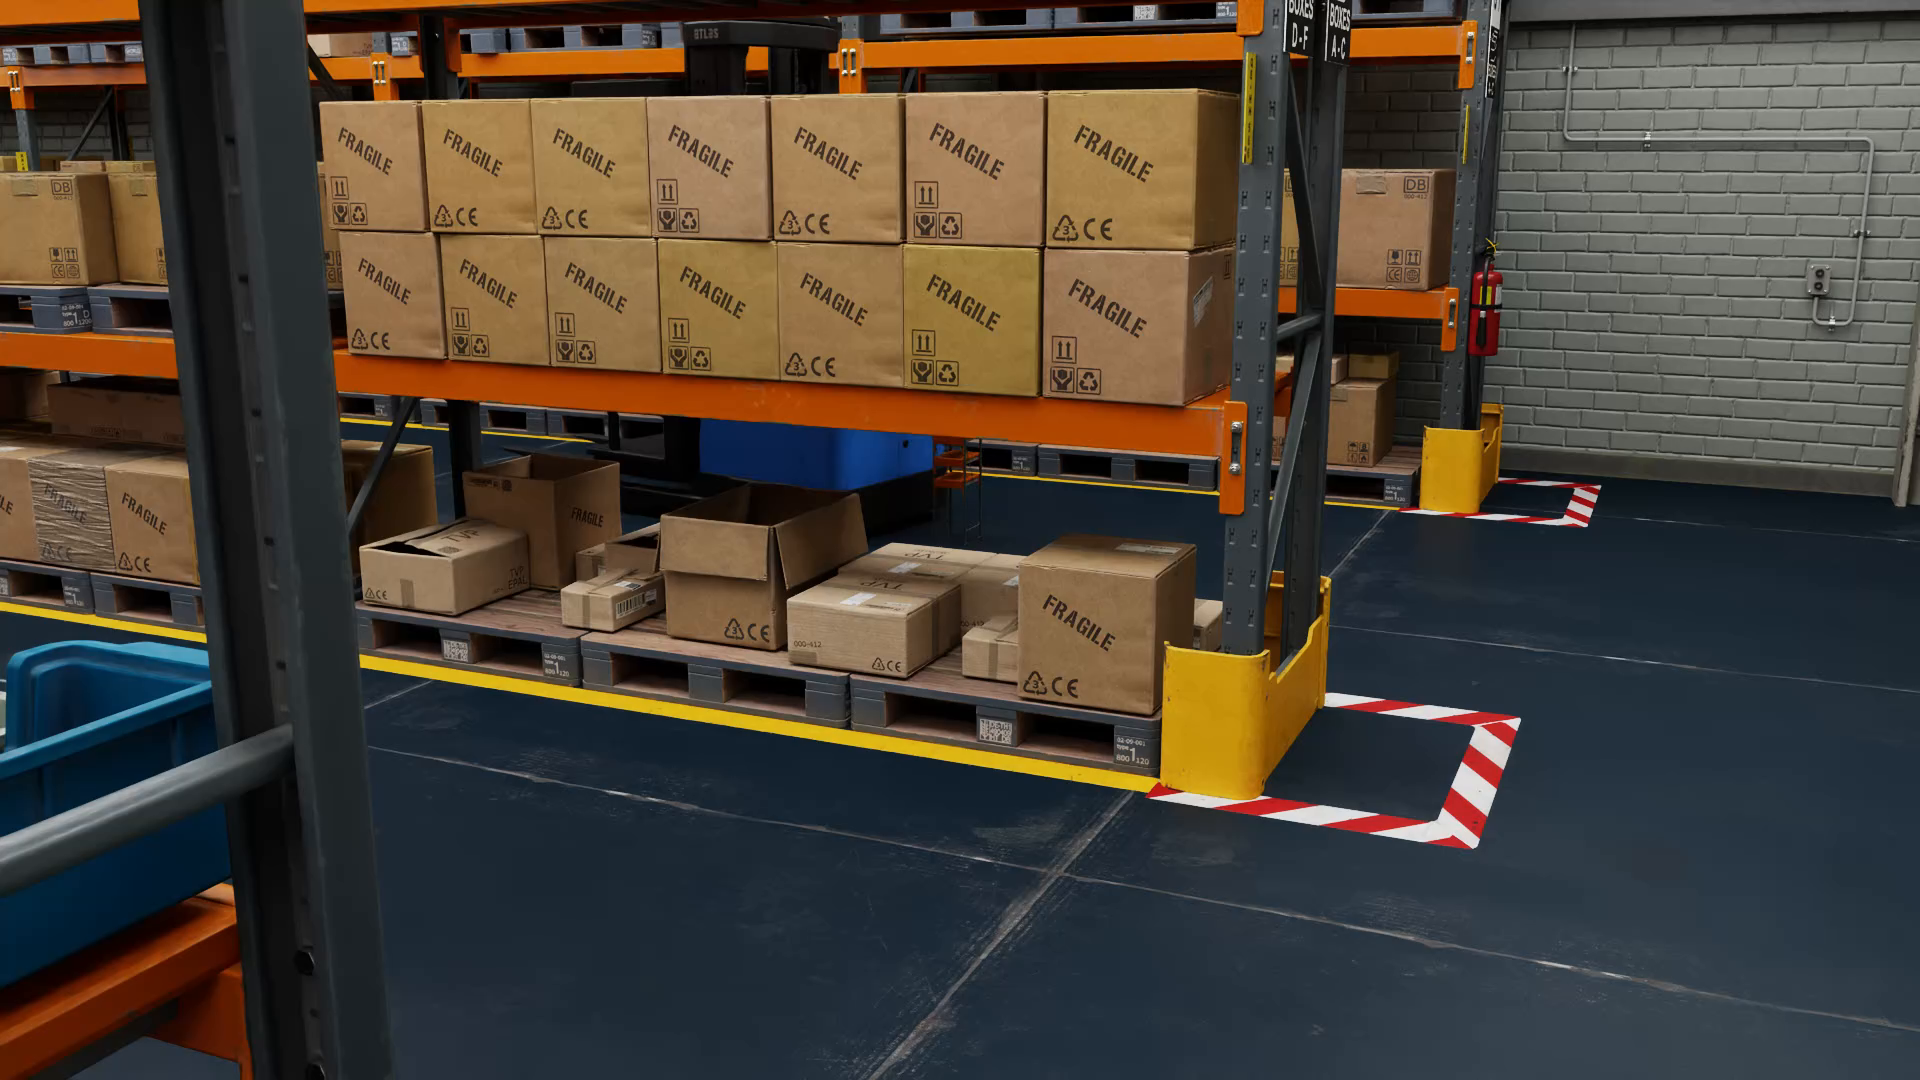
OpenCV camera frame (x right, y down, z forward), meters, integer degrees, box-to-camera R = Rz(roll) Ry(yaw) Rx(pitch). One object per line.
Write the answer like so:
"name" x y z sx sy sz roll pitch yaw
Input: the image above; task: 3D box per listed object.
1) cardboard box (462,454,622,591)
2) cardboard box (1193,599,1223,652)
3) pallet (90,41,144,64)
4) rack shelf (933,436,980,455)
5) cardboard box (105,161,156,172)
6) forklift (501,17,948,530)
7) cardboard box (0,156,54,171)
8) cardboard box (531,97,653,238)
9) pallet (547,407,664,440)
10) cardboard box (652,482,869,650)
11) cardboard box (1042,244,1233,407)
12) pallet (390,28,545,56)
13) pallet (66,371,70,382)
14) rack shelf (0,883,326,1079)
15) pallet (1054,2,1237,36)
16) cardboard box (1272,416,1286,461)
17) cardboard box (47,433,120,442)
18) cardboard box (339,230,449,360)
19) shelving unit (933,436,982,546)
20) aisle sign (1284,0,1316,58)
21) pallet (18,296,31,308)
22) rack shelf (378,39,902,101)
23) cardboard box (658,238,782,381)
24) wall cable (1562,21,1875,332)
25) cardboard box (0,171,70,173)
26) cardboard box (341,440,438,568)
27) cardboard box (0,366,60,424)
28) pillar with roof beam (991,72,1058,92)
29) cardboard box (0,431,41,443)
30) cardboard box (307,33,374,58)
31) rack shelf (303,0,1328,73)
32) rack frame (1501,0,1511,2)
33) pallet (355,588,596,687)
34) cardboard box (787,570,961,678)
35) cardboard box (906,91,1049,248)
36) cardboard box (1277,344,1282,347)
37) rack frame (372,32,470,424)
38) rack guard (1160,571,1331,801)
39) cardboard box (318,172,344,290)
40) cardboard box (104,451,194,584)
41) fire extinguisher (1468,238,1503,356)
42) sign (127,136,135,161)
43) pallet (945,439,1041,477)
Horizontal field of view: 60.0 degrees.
"cardboard box" -1.893 -0.091 7.584 0.500 0.500 0.500 6 14 23
"cardboard box" 0.885 0.346 6.490 0.250 0.149 0.380 6 14 23
"pallet" -6.369 -4.056 13.820 1.003 0.211 1.213 6 14 23
"rack shelf" -0.013 -0.542 9.134 0.180 0.103 0.258 6 14 23
"cardboard box" -6.880 -3.018 14.367 0.500 0.500 0.700 7 15 29
"forklift" -1.569 -1.674 9.973 3.031 2.935 1.130 9 16 34
"cardboard box" -8.398 -3.143 14.726 0.500 0.500 0.500 6 14 23
"cardboard box" -1.270 -1.425 6.353 0.500 0.500 0.500 5 14 22
"pallet" -2.381 -0.933 12.767 1.213 0.211 1.003 6 14 23
"cardboard box" -0.809 0.087 6.819 0.637 0.503 0.797 6 14 23
"cardboard box" 0.609 -0.750 5.666 0.500 0.500 0.500 6 15 25
"pallet" -3.573 -3.812 12.781 1.003 0.211 1.213 7 15 26
"pallet" -8.468 -1.559 15.438 1.213 0.211 1.003 6 14 23
"rack shelf" -2.710 0.483 2.206 4.000 0.370 1.077 6 14 23
"pallet" 1.330 -3.348 10.585 1.213 0.211 1.003 6 14 23
"cardboard box" 1.994 -0.829 10.776 0.500 0.500 0.700 6 14 23
"cardboard box" -4.280 -0.321 8.568 0.500 0.500 0.500 5 14 21
"cardboard box" -2.173 -1.031 6.866 0.500 0.500 0.500 6 15 25
"shelving unit" -0.013 -0.585 9.123 0.189 1.200 0.258 6 14 23
"aisle sign" 1.067 -1.912 5.147 0.004 0.787 0.394 6 14 23
"pallet" -5.538 -1.316 8.715 1.003 0.211 1.213 6 14 23
"rack shelf" -2.354 -3.417 12.260 4.000 0.370 1.077 6 14 23
"cardboard box" -0.782 -0.891 6.268 0.500 0.500 0.500 6 14 22
"wall cable" 4.685 -2.325 10.375 1.851 1.984 0.084 6 14 23
"cardboard box" -4.806 -1.551 8.160 0.500 0.500 0.700 9 16 34
"cardboard box" -2.872 -0.180 7.964 0.500 0.500 0.500 5 14 21
"cardboard box" -5.183 -0.777 8.869 0.500 0.250 0.500 6 15 25
"pillar with roof beam" -1.279 -4.259 7.708 0.400 9.000 9.100 6 14 23
"cardboard box" -4.948 -0.258 8.296 0.500 0.500 0.500 6 14 22
"cardboard box" -4.951 -3.929 13.018 0.500 0.311 0.500 6 14 23
"rack shelf" -0.700 -2.012 6.271 4.000 0.370 1.077 6 14 23
"rack frame" 3.132 -4.672 9.469 0.127 3.000 1.000 6 14 23
"pallet" -1.901 0.335 7.368 1.213 0.211 1.003 6 14 23
"cardboard box" -0.325 0.315 6.404 0.500 0.250 0.500 6 14 23
"cardboard box" 0.148 -1.283 5.747 0.500 0.500 0.500 6 15 25
"cardboard box" 1.954 -1.199 10.931 0.250 0.149 0.380 6 14 24
"rack frame" -4.183 -2.492 13.309 0.127 3.000 1.000 6 14 23
"rack guard" 1.059 0.493 6.059 0.348 0.500 1.175 6 14 23
"cardboard box" -2.871 -1.431 7.647 0.500 0.500 0.700 1 13 4
"cardboard box" -3.545 -0.117 7.698 0.500 0.500 0.500 6 14 23
"fire extinguisher" 3.083 -1.422 9.735 0.183 0.674 0.296 6 14 23
"sign" -7.619 -3.542 15.249 0.005 0.325 0.100 6 14 23
"pallet" 0.138 -0.678 11.681 1.213 0.211 1.003 6 14 23
